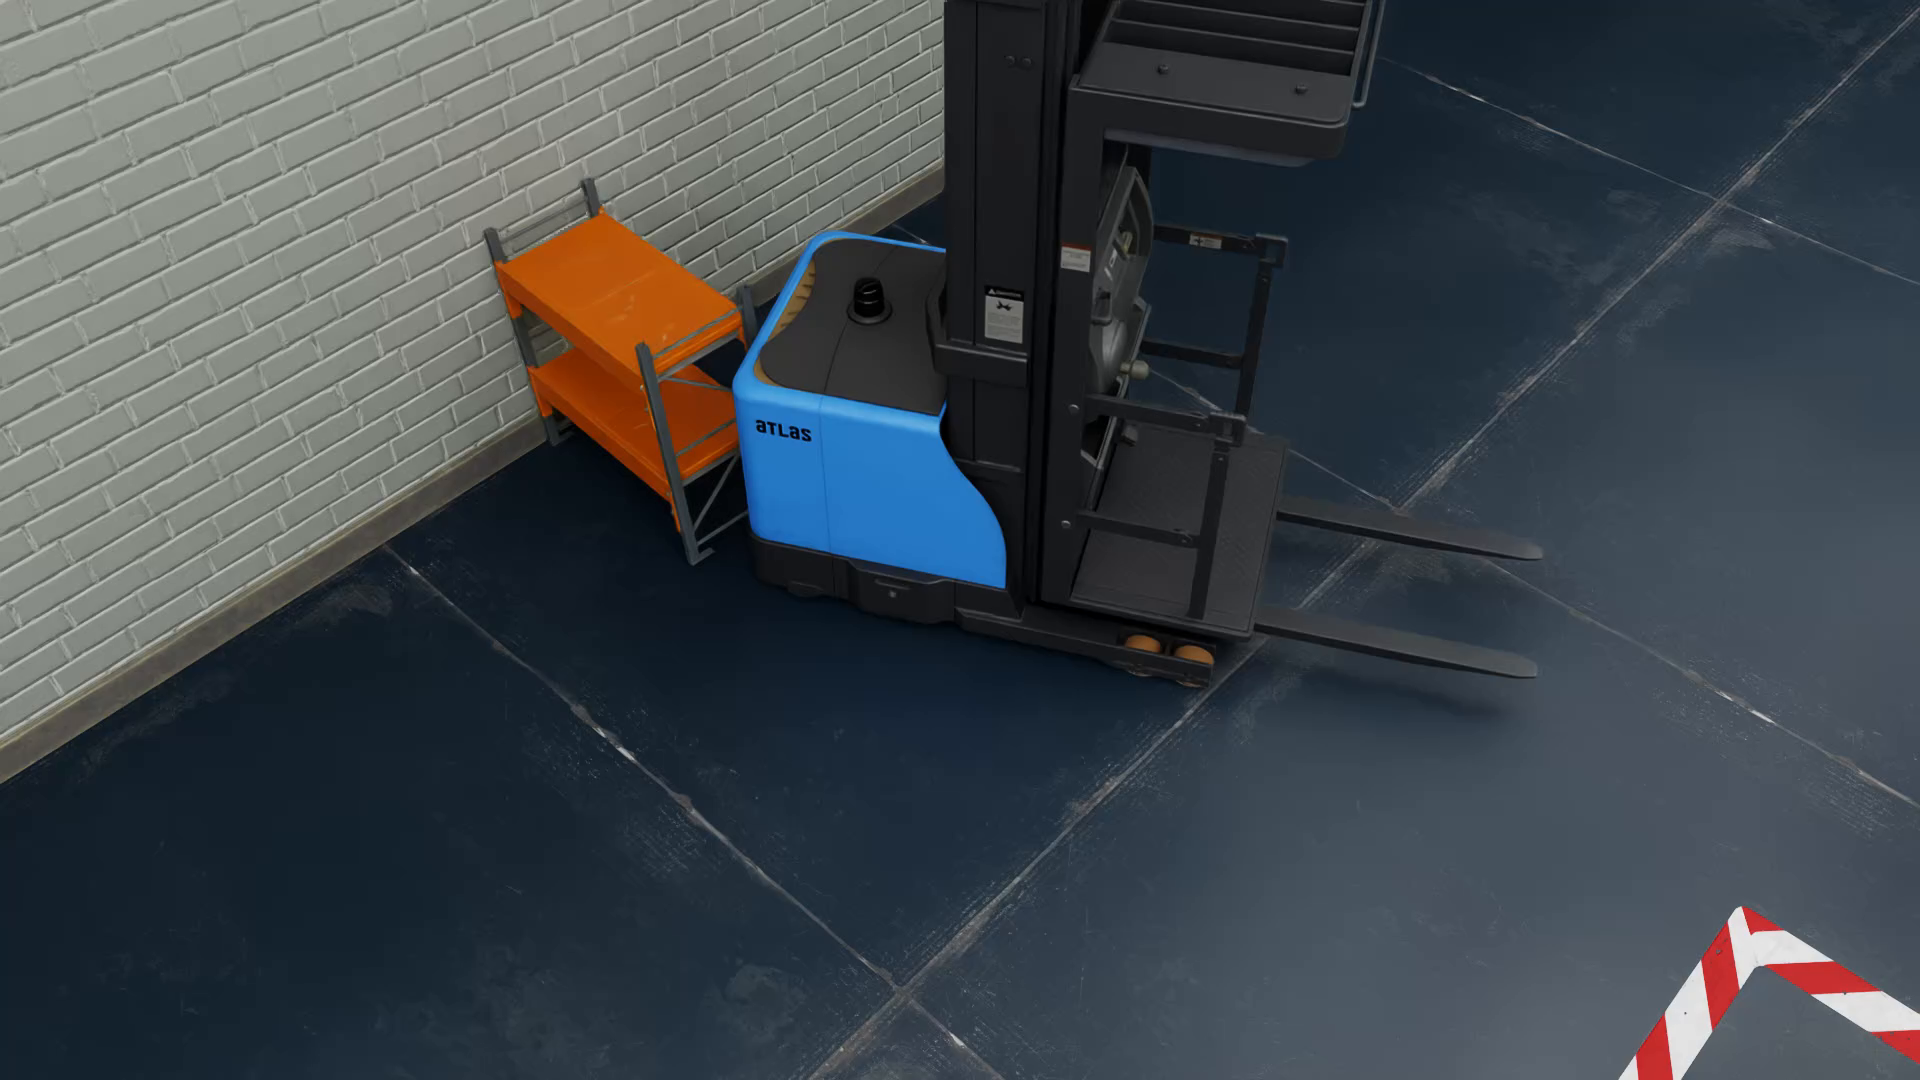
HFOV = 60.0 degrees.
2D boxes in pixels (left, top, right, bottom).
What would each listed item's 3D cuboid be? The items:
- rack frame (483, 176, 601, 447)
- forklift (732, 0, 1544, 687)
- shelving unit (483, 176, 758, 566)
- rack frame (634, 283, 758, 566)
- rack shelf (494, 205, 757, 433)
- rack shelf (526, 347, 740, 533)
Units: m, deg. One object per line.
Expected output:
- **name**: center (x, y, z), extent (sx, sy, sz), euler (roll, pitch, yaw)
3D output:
- **rack frame**: center (-1.628, -0.932, 6.952), extent (0.500, 1.125, 0.032), euler (-35, 54, -26)
- **forklift**: center (0.741, -0.877, 5.672), extent (3.031, 2.935, 1.130), euler (11, 48, 10)
- **shelving unit**: center (-1.281, -0.677, 6.682), extent (0.538, 1.125, 1.048), euler (-35, 54, -26)
- **rack frame**: center (-0.935, -0.421, 6.412), extent (0.500, 1.125, 0.032), euler (-35, 54, -26)
- **rack shelf**: center (-1.297, -0.879, 6.471), extent (0.538, 0.278, 1.000), euler (-35, 54, -26)
- **rack shelf**: center (-1.269, -0.507, 6.858), extent (0.538, 0.278, 1.000), euler (-35, 54, -26)
